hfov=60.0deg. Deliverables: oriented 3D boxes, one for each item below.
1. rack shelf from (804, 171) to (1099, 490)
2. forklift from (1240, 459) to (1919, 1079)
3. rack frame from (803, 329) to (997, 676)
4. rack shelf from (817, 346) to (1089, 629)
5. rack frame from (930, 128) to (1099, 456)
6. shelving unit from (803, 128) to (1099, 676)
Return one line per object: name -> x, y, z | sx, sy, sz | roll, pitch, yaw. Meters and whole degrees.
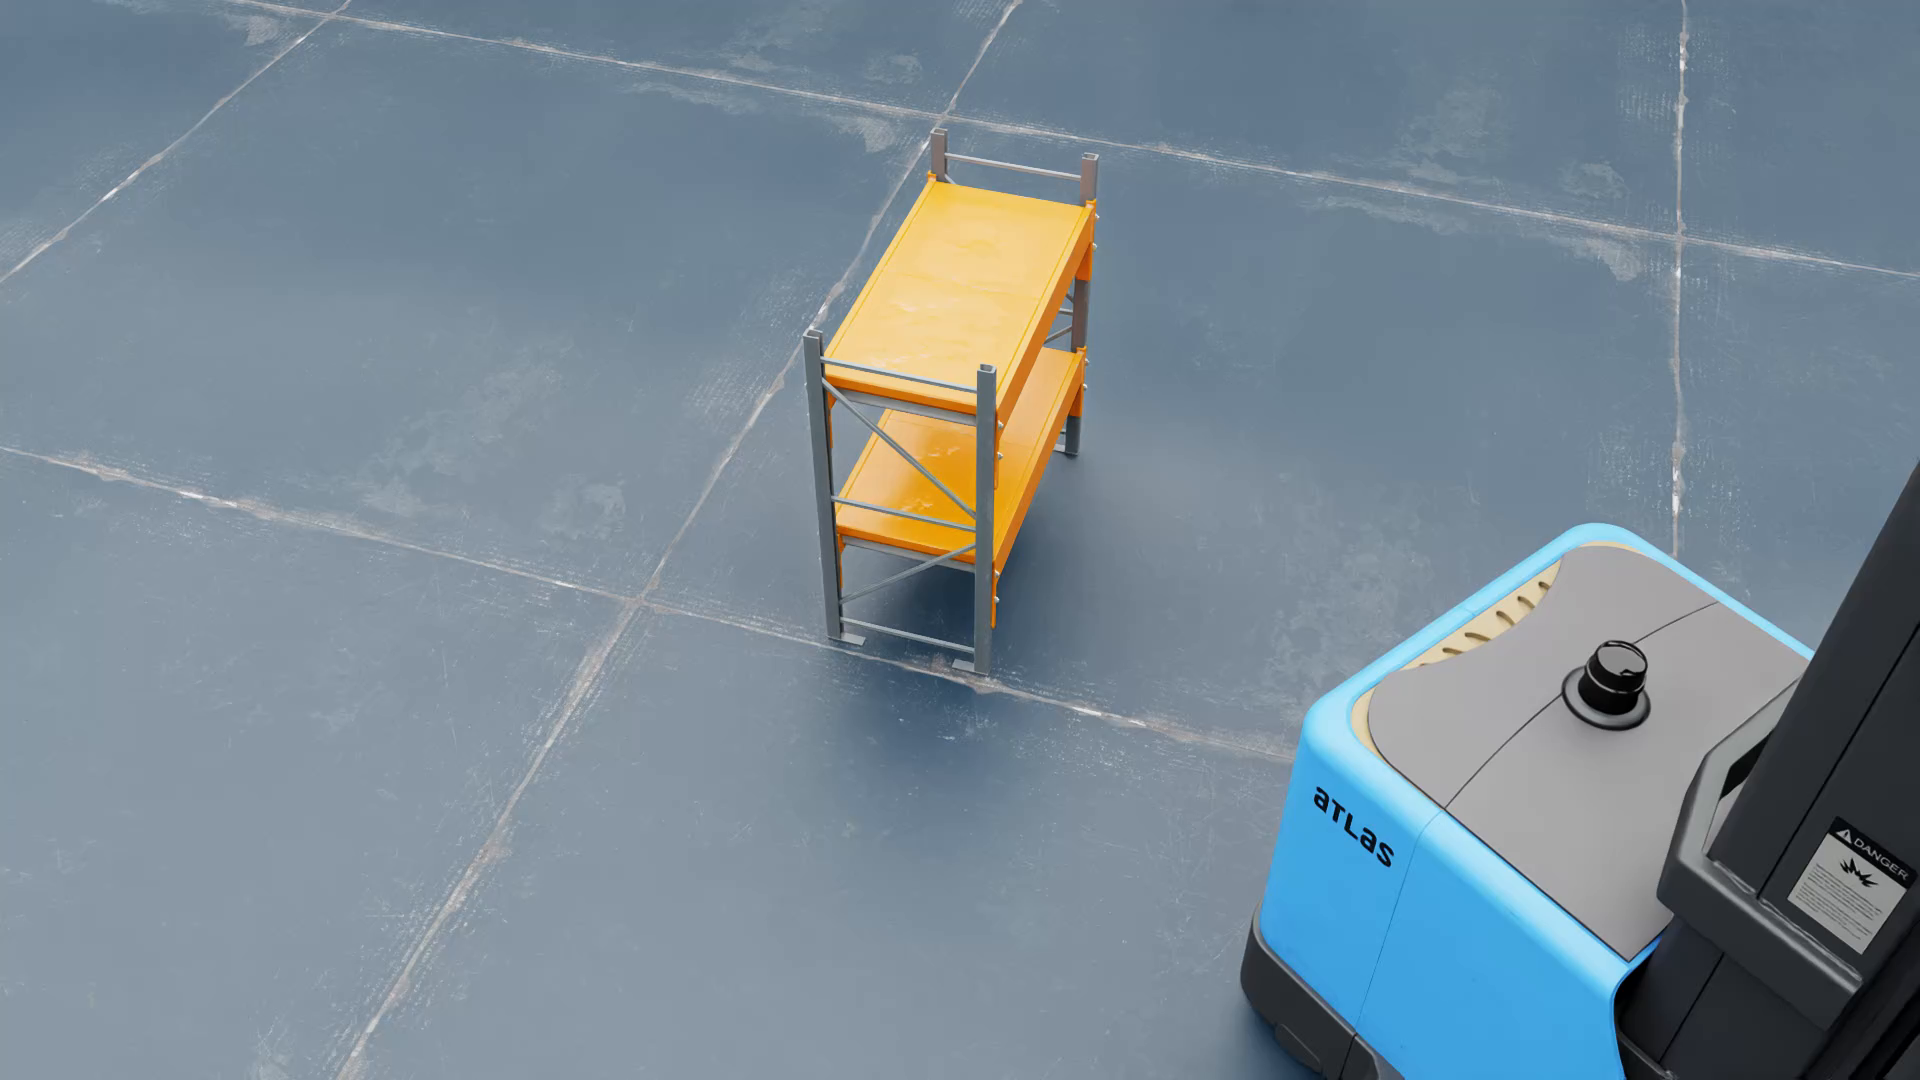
rack shelf -> 0.002, -0.616, 4.656 | 0.538, 0.278, 1.000 | 13, 46, 13
forklift -> 1.983, 0.677, 2.463 | 1.130, 2.935, 3.031 | -28, 51, -26
rack frame -> -0.152, -0.068, 4.515 | 0.500, 1.125, 0.032 | 13, 46, 13
rack shelf -> 0.002, -0.232, 5.032 | 0.538, 0.278, 1.000 | 13, 46, 13
rack frame -> 0.156, -0.745, 5.207 | 0.500, 1.125, 0.032 | 13, 46, 13
shelving unit -> 0.002, -0.407, 4.861 | 0.538, 1.125, 1.048 | 13, 46, 13
